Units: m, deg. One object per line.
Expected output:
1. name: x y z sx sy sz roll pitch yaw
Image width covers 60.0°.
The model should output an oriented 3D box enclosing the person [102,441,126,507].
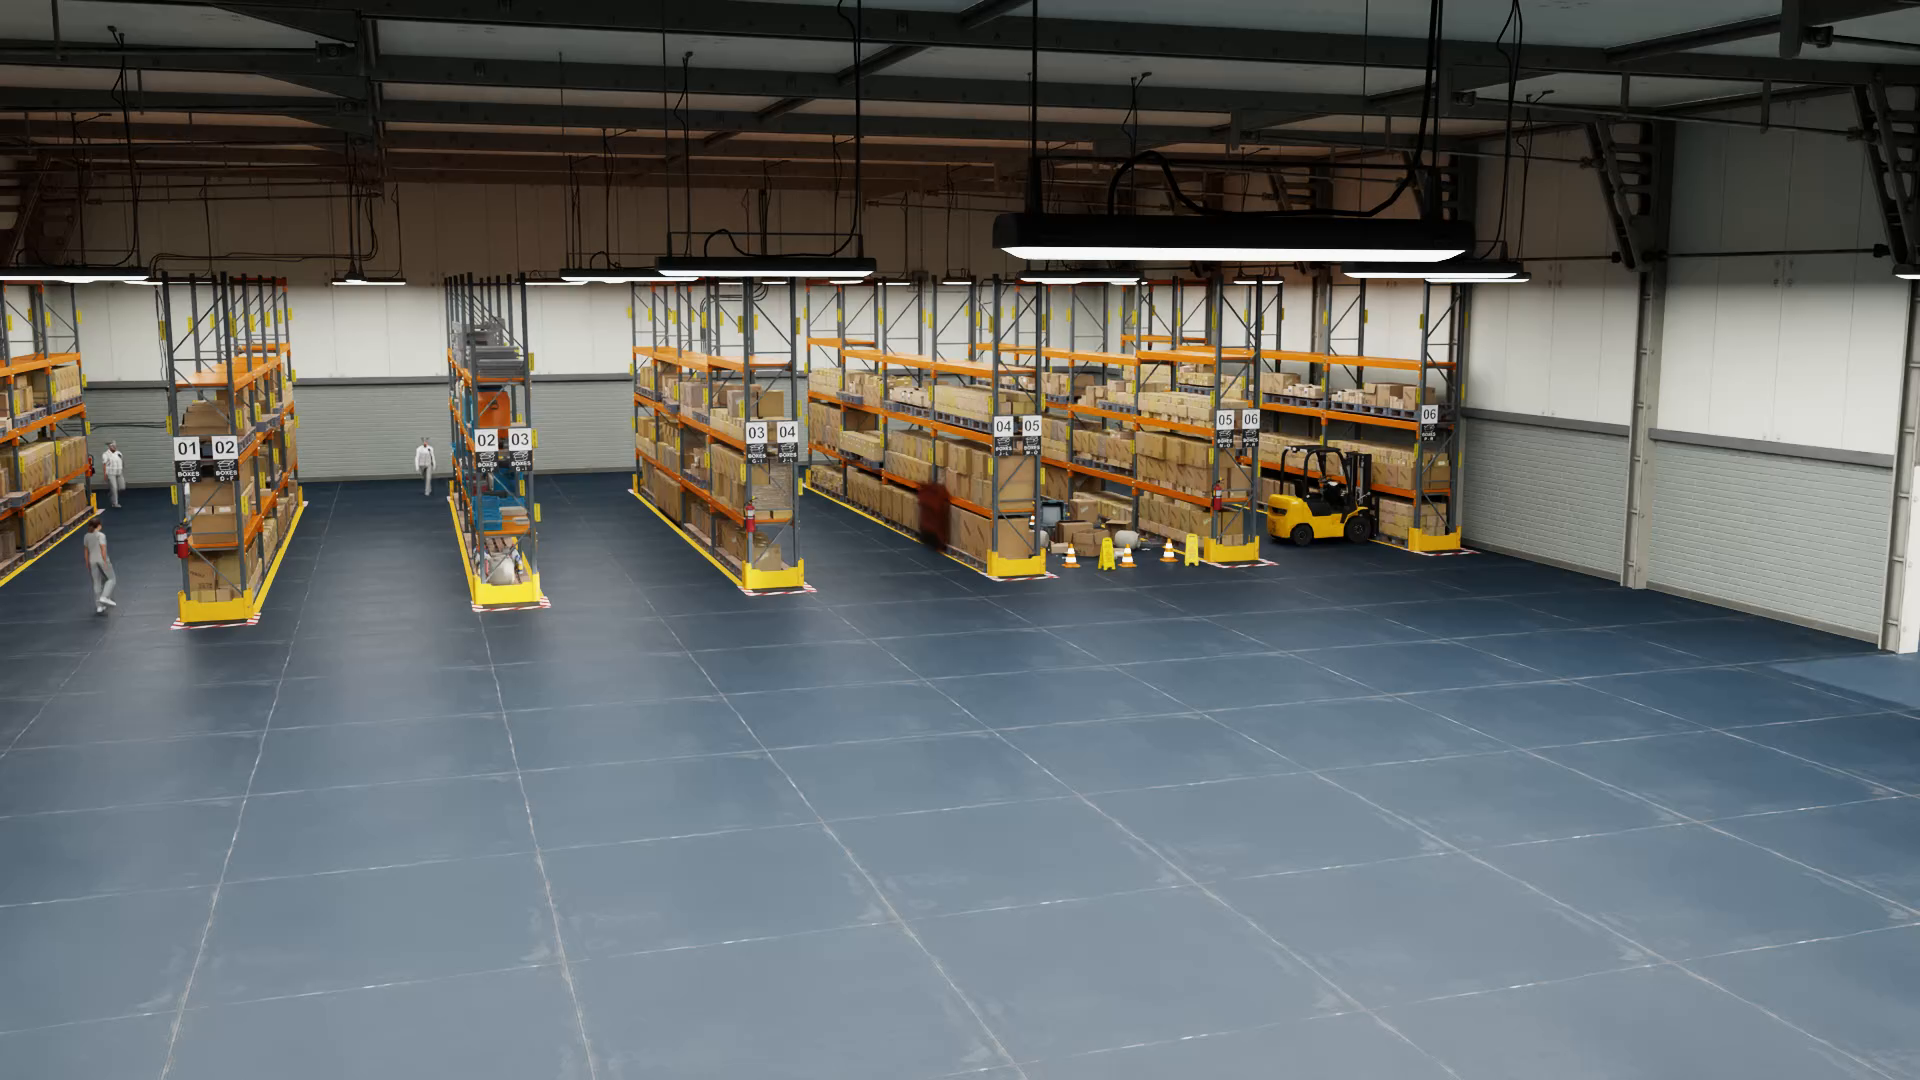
1. person: -22.261 -1.745 43.679 0.626 1.746 0.535 5 10 29

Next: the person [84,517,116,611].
1. person: -15.386 0.428 29.708 0.504 1.660 0.453 -1 9 -9

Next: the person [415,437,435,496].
1. person: -14.893 -2.065 46.242 0.467 1.606 1.024 0 9 0

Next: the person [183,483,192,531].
1. person: -18.062 -1.047 39.239 0.592 1.747 0.684 -3 9 -17
